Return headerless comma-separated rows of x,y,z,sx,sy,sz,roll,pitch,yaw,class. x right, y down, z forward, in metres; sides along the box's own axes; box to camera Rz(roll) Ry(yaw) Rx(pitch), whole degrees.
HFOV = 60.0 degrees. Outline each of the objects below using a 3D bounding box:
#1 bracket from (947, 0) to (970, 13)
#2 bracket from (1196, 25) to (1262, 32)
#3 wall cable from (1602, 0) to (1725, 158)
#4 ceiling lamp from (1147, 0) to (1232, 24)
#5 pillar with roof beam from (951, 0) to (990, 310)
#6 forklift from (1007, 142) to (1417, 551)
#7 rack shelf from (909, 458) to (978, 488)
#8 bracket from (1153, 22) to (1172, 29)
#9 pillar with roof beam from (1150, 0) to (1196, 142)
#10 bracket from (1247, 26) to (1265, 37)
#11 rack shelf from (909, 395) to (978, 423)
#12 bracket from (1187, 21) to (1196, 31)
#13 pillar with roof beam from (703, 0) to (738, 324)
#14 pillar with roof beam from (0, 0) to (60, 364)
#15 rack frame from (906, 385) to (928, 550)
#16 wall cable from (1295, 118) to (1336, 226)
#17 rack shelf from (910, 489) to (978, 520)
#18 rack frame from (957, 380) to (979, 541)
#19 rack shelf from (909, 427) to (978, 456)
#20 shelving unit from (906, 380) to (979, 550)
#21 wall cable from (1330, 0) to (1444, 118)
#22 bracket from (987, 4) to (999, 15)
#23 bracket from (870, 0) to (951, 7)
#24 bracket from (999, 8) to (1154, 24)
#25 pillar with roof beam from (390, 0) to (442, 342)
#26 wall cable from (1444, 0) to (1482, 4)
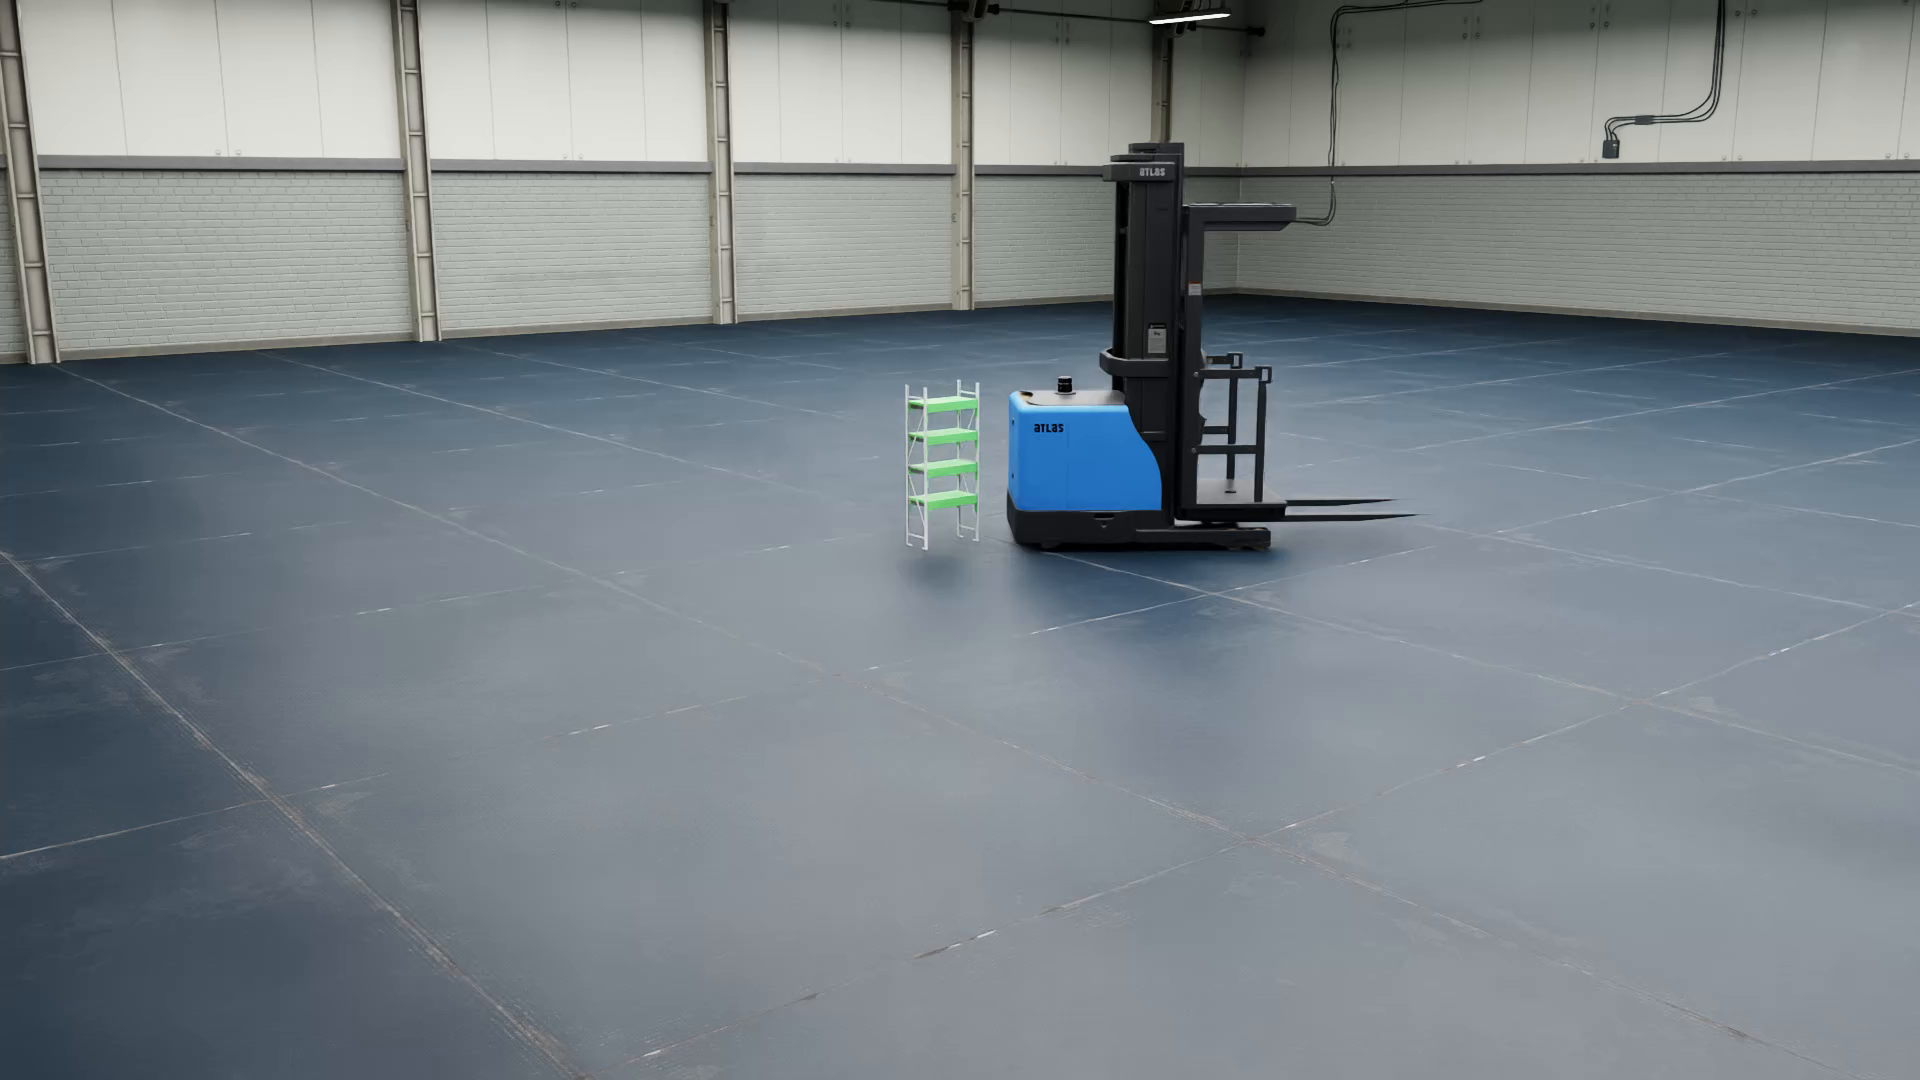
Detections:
-0.040,-11.099,34.567,0.430,0.232,0.235,-9,15,-38,bracket
6.682,-12.216,39.828,3.189,0.066,0.076,-9,15,-38,bracket
13.792,-10.518,32.308,0.169,6.003,2.305,-9,15,-38,wall cable
4.697,-11.812,32.536,0.800,3.185,2.000,-9,15,-38,ceiling lamp
2.751,-8.751,32.177,0.548,9.000,9.100,-9,15,-38,pillar with roof beam
1.901,-1.461,12.455,3.031,2.935,1.130,-1,12,-3,forklift
-0.129,-0.503,12.416,0.480,0.148,0.258,-9,15,-38,rack shelf
4.645,-11.877,38.233,0.430,0.232,0.235,-9,15,-38,bracket
7.437,-9.530,35.844,0.548,9.000,9.100,-9,15,-38,pillar with roof beam
7.144,-12.293,40.189,0.430,0.232,0.235,-9,15,-38,bracket
-0.129,-0.972,12.317,0.480,0.148,0.258,-9,15,-38,rack shelf
5.293,-11.985,38.740,0.430,0.232,0.235,-9,15,-38,bracket
-1.934,-7.973,28.511,0.548,9.000,9.100,-9,15,-38,pillar with roof beam
-11.304,-6.416,21.178,0.400,9.000,9.100,-9,15,-38,pillar with roof beam
-0.320,-0.534,12.254,0.015,1.200,0.240,-9,15,-38,rack frame
7.874,-8.877,40.245,0.112,2.526,3.097,-9,15,-38,wall cable
-0.129,-0.268,12.466,0.480,0.148,0.258,-9,15,-38,rack shelf
0.061,-0.597,12.552,0.015,1.200,0.240,-9,15,-38,rack frame
-0.129,-0.738,12.366,0.480,0.148,0.258,-9,15,-38,rack shelf
-0.129,-0.565,12.403,0.503,1.200,0.258,-9,15,-38,shelving unit
9.564,-10.909,37.654,0.112,2.526,3.097,-9,15,-38,wall cable
0.608,-11.207,35.074,0.430,0.232,0.235,-9,15,-38,bracket
-2.052,-10.764,32.992,4.783,0.066,0.076,-9,15,-38,bracket
2.633,-11.543,36.659,4.783,0.066,0.076,-9,15,-38,bracket
-6.619,-7.194,24.844,0.400,9.000,9.100,-9,15,-38,pillar with roof beam
11.497,-12.632,34.817,0.112,2.526,3.097,-9,15,-38,wall cable
